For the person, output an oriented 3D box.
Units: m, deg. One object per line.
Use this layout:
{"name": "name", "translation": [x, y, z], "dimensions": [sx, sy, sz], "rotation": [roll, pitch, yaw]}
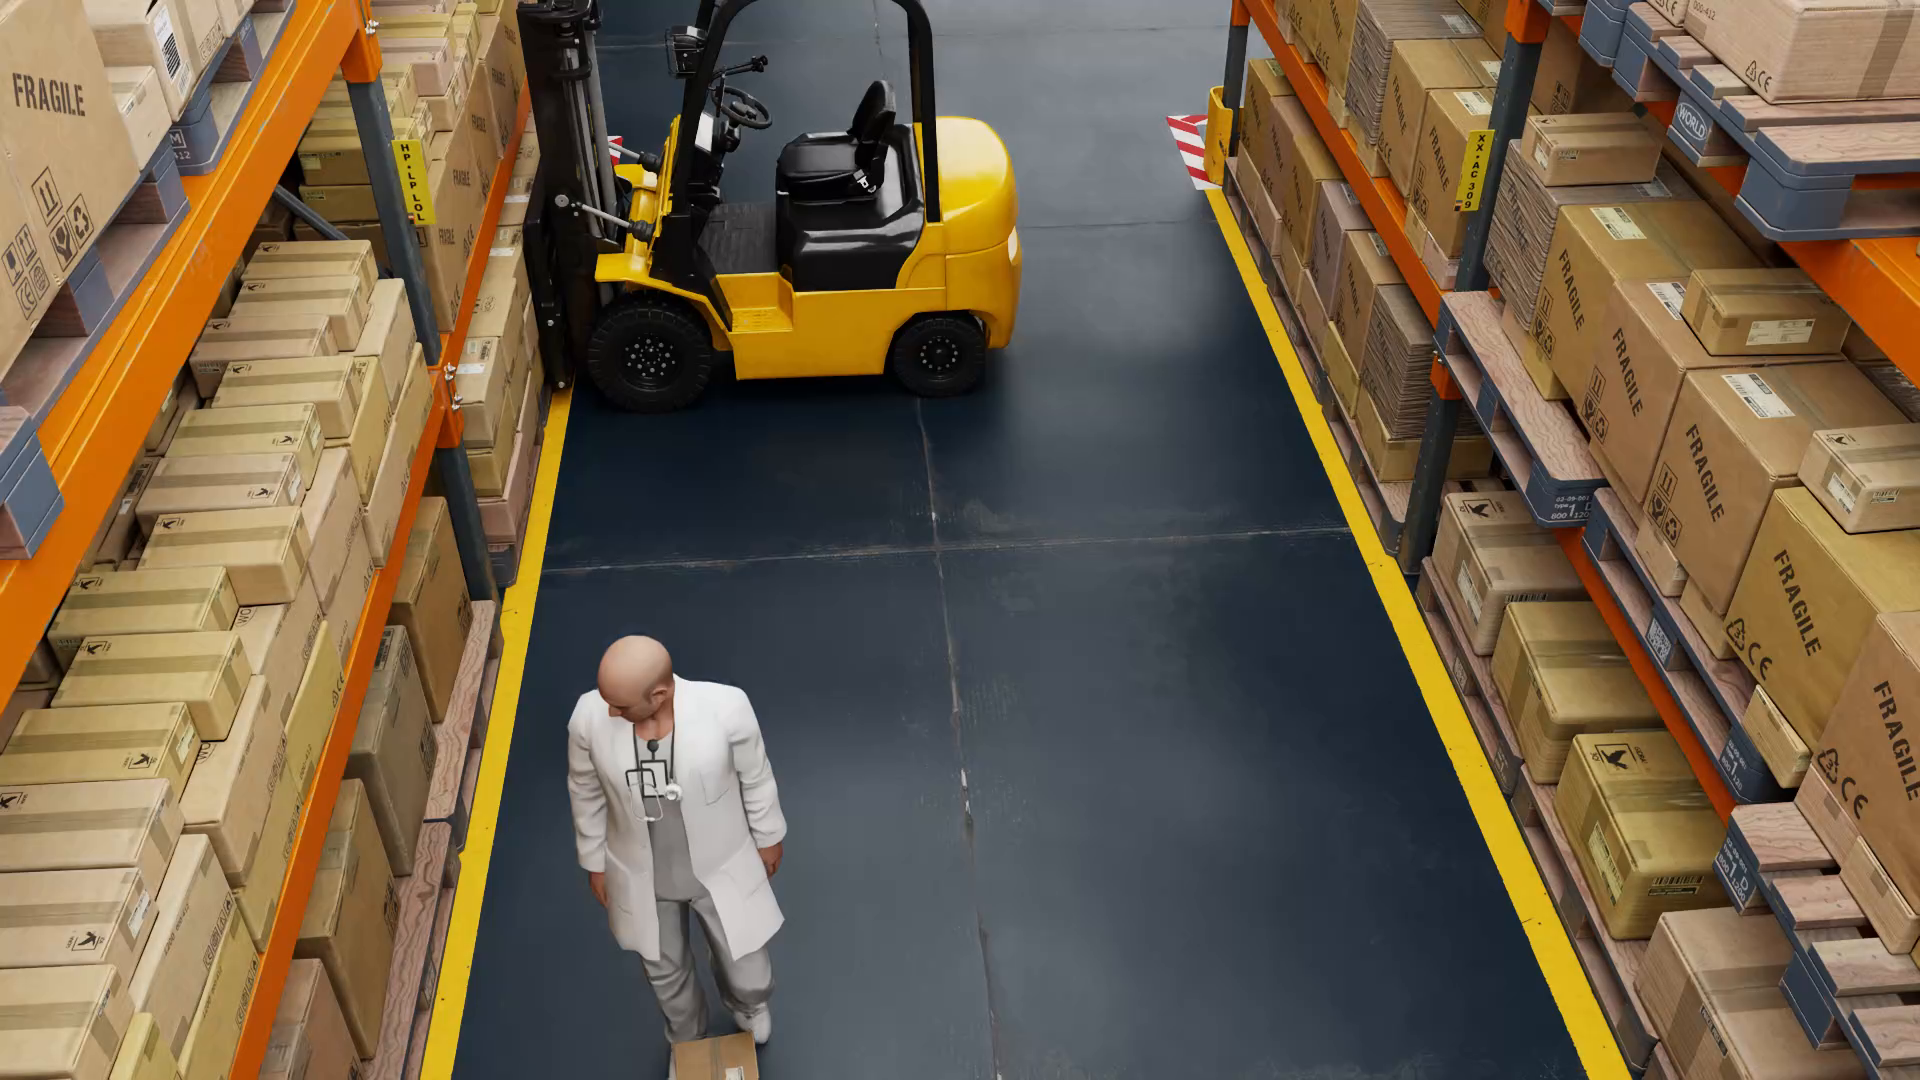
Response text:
{"name": "person", "translation": [-0.823, 1.055, 4.977], "dimensions": [0.616, 1.577, 0.484], "rotation": [-1, 39, -2]}
